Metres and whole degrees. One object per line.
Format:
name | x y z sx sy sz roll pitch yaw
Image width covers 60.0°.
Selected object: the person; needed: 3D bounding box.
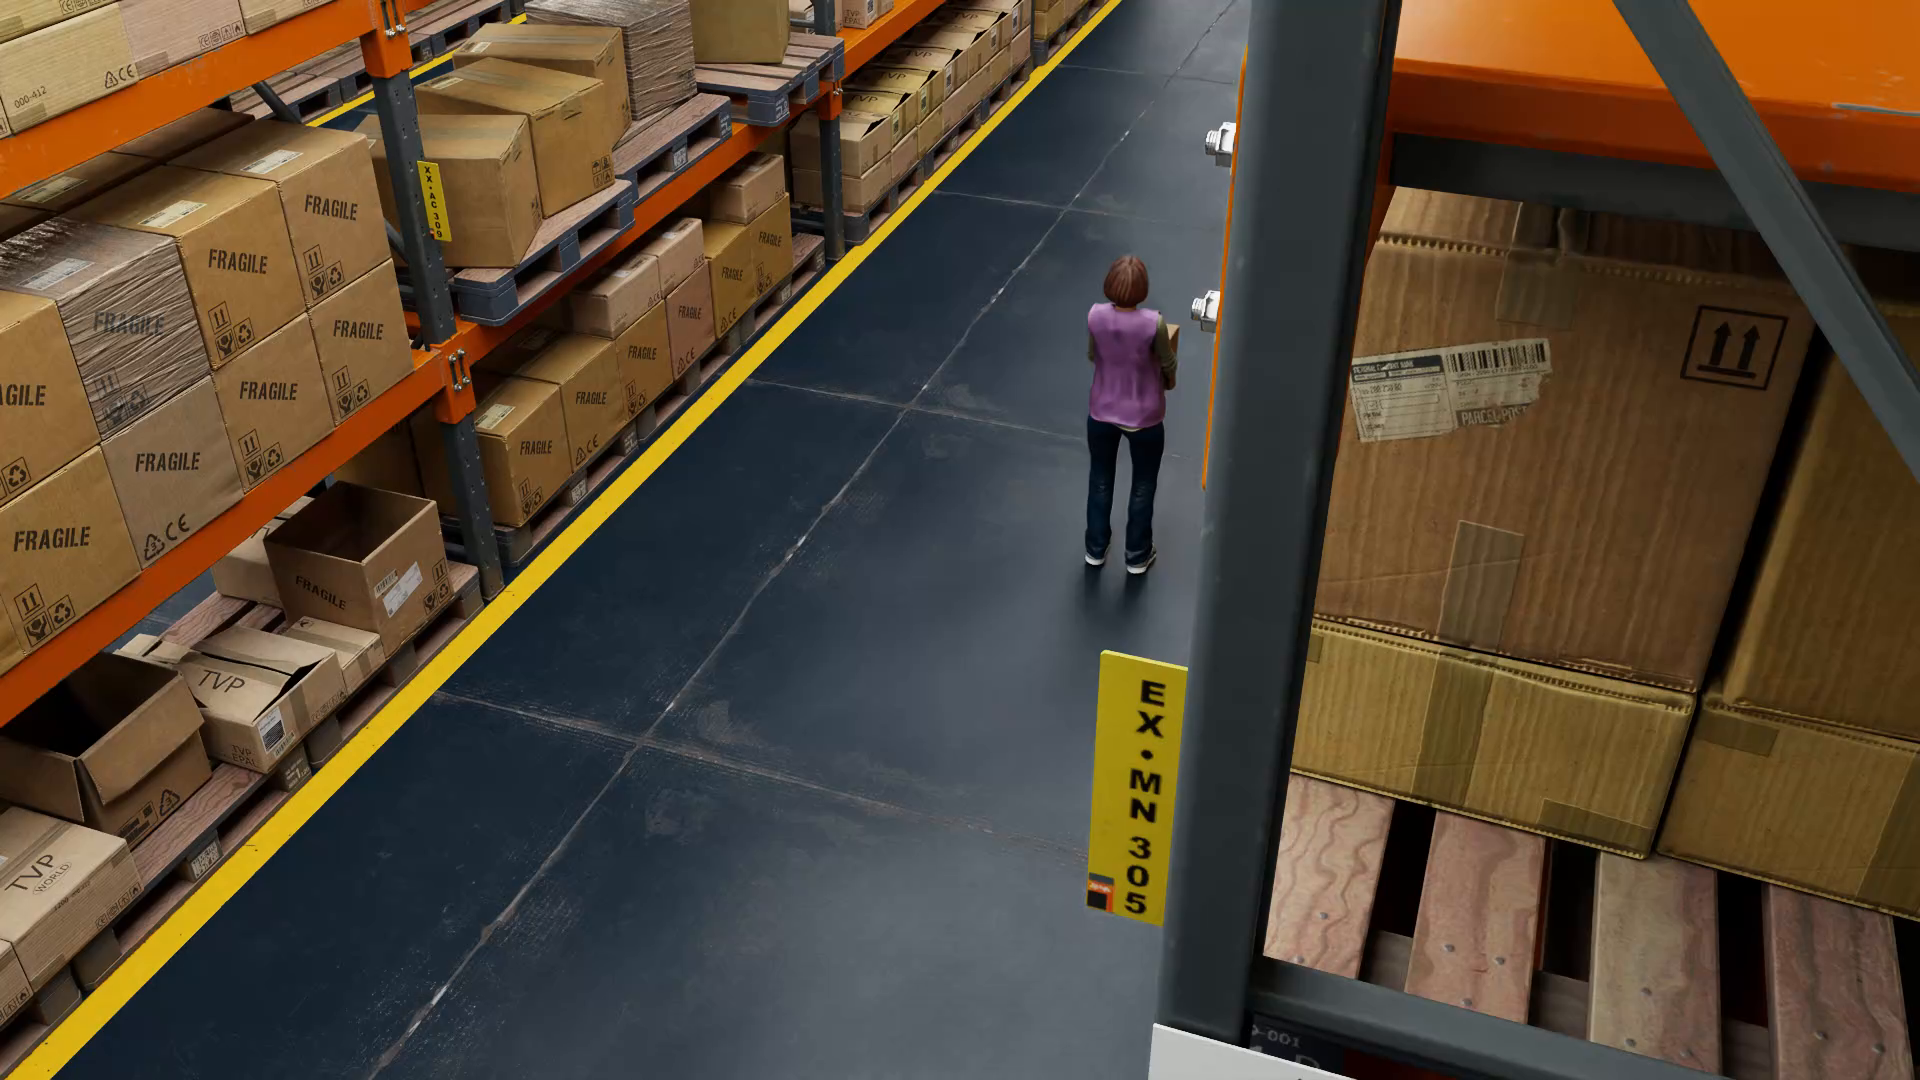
person | 0.771 -0.603 7.558 0.408 1.589 0.493 11 35 16
